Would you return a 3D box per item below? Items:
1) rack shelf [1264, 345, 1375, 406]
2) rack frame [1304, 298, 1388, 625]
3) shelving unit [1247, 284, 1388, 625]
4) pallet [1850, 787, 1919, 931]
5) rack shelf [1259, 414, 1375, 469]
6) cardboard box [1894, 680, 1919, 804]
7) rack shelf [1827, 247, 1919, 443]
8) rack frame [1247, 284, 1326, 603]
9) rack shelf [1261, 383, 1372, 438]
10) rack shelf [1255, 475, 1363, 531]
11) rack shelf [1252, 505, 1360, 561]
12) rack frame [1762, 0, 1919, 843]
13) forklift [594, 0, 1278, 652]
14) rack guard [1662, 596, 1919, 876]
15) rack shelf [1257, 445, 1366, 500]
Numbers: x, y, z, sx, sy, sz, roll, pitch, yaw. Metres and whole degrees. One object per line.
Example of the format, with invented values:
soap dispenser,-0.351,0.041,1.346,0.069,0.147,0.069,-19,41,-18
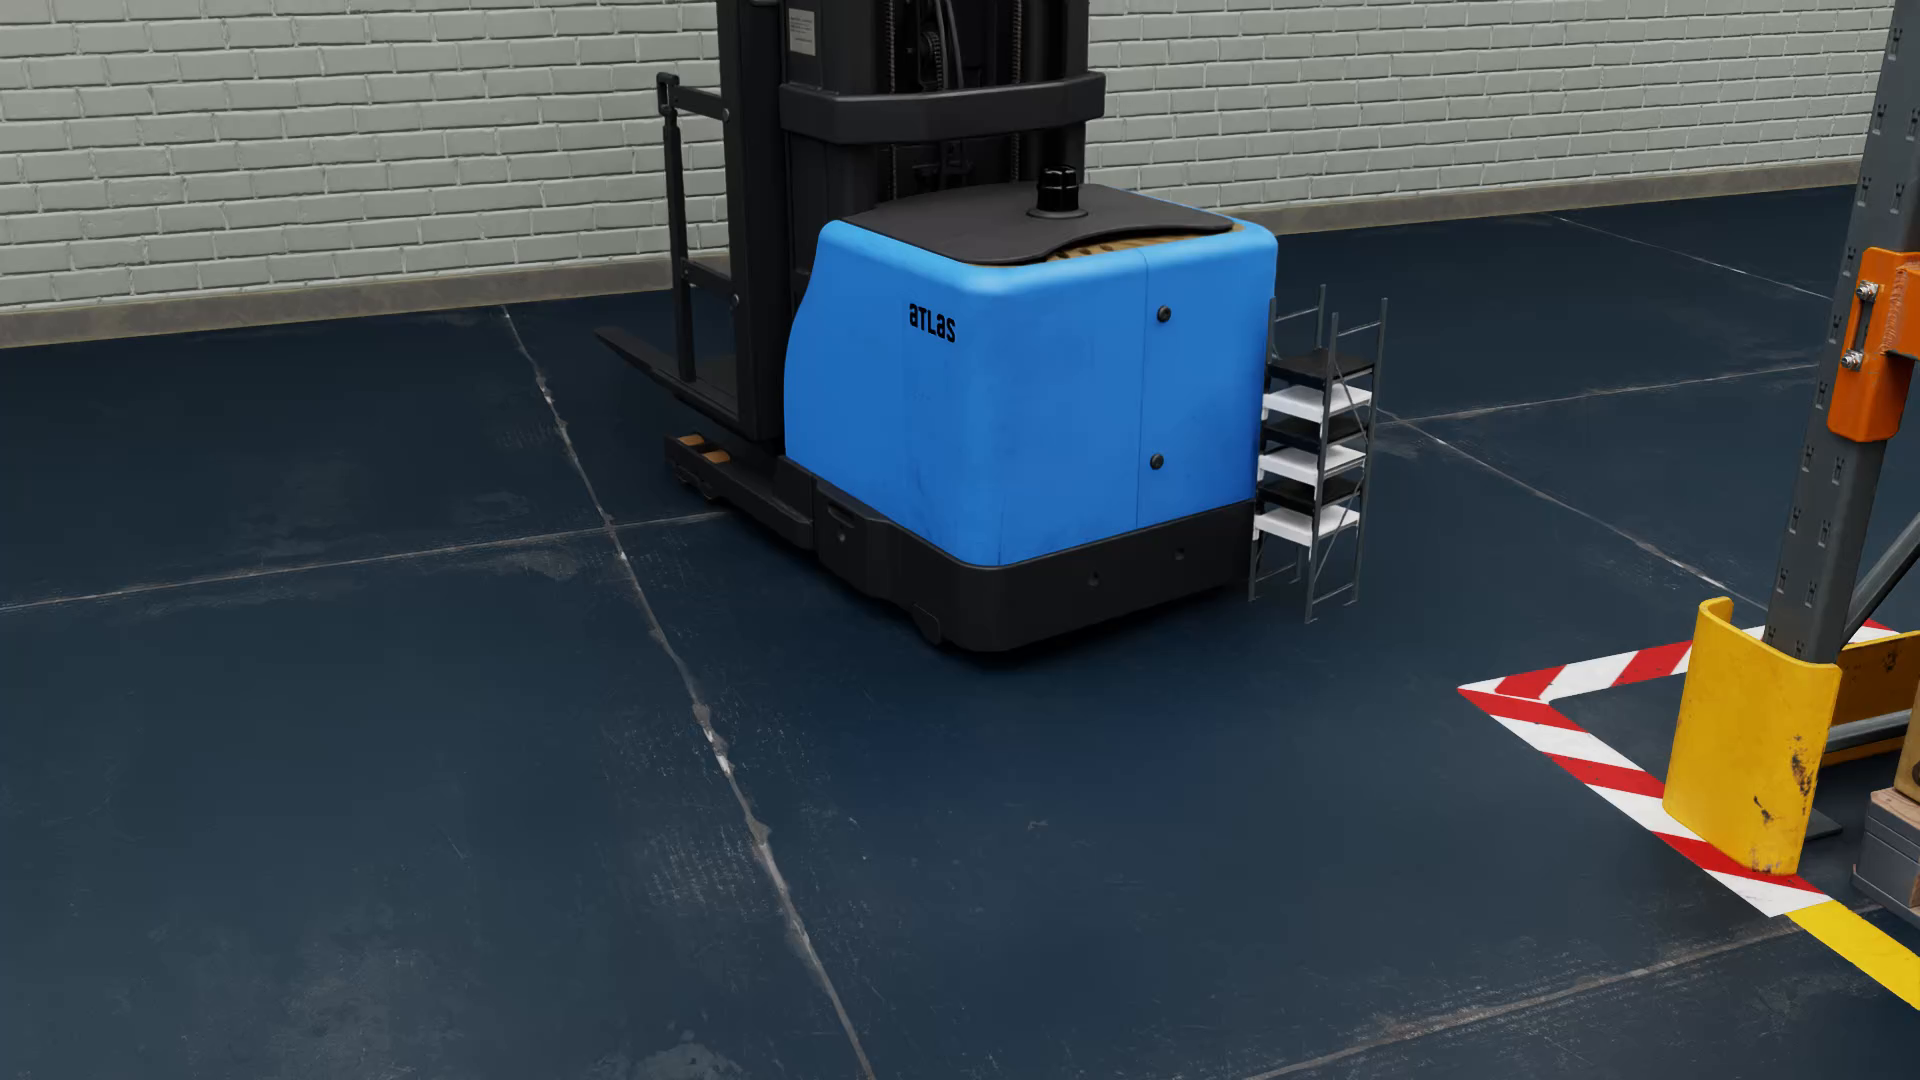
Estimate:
rack shelf,0.992,-0.453,4.558,0.258,0.077,0.200,-19,30,-38
rack frame,1.061,-0.206,4.580,0.240,0.900,0.006,-19,30,-38
shelving unit,0.992,-0.235,4.650,0.258,0.900,0.210,-19,30,-38
pallet,2.558,0.774,3.142,1.003,0.211,1.213,-8,24,-19
rack shelf,0.992,-0.288,4.628,0.258,0.077,0.200,-19,30,-38
cardboard box,2.503,0.216,3.070,0.875,0.875,0.875,-8,24,-19
rack shelf,2.909,0.267,1.680,1.077,0.370,4.000,-8,24,-19
rack frame,0.924,-0.265,4.719,0.240,0.900,0.006,-19,30,-38
rack shelf,0.992,-0.370,4.593,0.258,0.077,0.200,-19,30,-38
rack shelf,0.992,-0.122,4.698,0.258,0.077,0.200,-19,30,-38
rack shelf,0.992,-0.039,4.732,0.258,0.077,0.200,-19,30,-38
rack frame,2.202,-0.791,3.265,1.000,3.000,0.127,-8,24,-19
forklift,-0.356,-1.575,5.213,1.130,2.935,3.031,-15,27,-31
rack guard,2.194,0.352,3.771,1.175,0.500,0.348,-8,24,-19
rack shelf,0.992,-0.205,4.663,0.258,0.077,0.200,-19,30,-38
